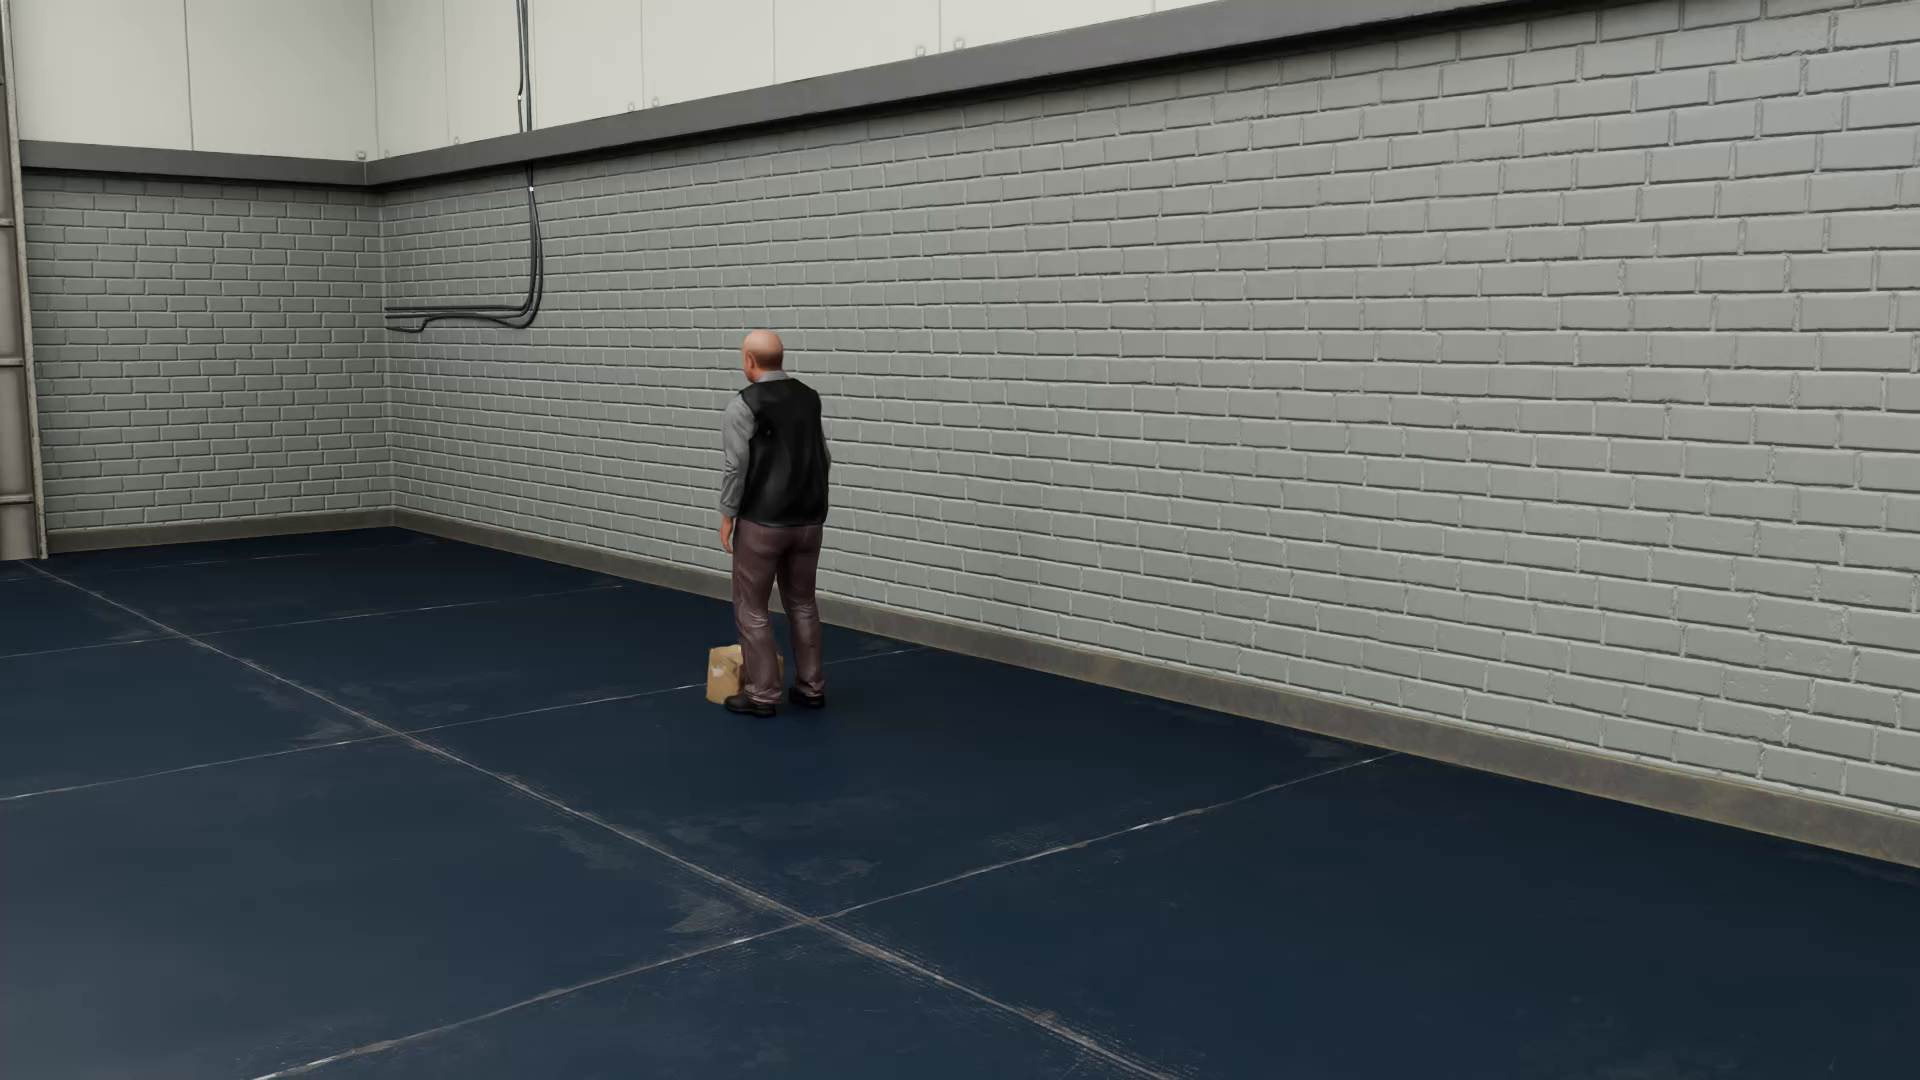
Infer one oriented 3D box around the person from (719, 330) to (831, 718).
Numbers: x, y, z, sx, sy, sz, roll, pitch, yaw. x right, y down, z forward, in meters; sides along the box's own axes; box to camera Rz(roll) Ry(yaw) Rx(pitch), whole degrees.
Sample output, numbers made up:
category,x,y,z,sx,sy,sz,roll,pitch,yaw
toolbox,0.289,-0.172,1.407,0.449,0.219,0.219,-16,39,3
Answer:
category,x,y,z,sx,sy,sz,roll,pitch,yaw
person,-0.820,-0.025,7.469,0.570,1.619,0.421,-7,10,-42
